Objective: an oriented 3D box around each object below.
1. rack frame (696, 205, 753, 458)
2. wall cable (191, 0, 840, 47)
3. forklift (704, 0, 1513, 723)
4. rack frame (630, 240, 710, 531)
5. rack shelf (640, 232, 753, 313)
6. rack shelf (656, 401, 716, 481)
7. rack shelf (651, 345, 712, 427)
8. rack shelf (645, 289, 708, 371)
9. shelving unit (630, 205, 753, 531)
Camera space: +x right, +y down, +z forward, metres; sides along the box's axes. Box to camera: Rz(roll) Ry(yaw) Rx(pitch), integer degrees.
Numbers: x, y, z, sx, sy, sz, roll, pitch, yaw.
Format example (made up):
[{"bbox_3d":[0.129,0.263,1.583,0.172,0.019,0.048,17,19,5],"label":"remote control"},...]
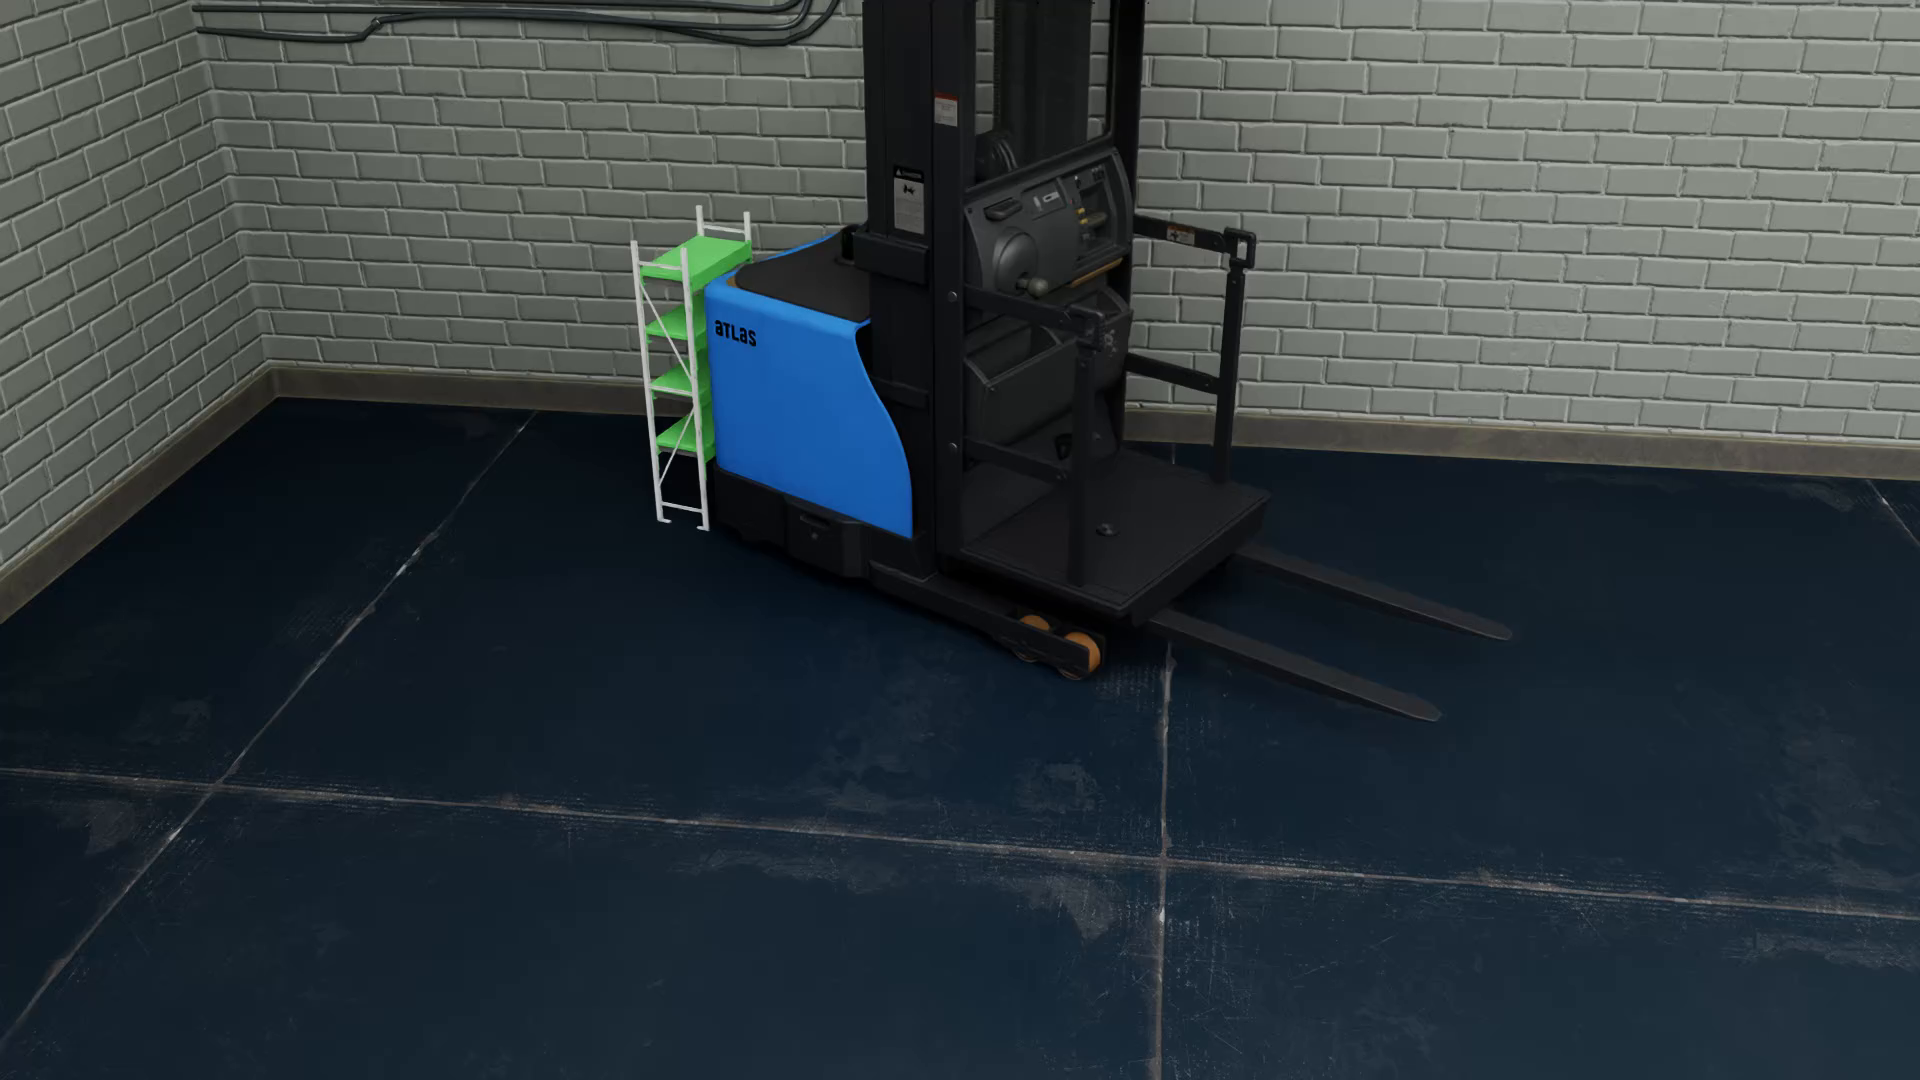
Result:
[{"bbox_3d":[-0.955,-0.803,6.976,0.240,1.200,0.015,11,30,20],"label":"rack frame"},{"bbox_3d":[-1.969,-3.202,6.479,3.097,2.526,0.112,3,28,6],"label":"wall cable"},{"bbox_3d":[0.488,-1.084,5.671,3.031,2.935,1.130,20,34,32],"label":"forklift"},{"bbox_3d":[-1.141,-0.589,6.579,0.240,1.200,0.015,11,30,20],"label":"rack frame"},{"bbox_3d":[-1.048,-1.063,6.580,0.258,0.148,0.480,11,30,20],"label":"rack shelf"},{"bbox_3d":[-1.048,-0.429,6.922,0.258,0.148,0.480,11,30,20],"label":"rack shelf"},{"bbox_3d":[-1.048,-0.640,6.808,0.258,0.148,0.480,11,30,20],"label":"rack shelf"},{"bbox_3d":[-1.048,-0.851,6.694,0.258,0.148,0.480,11,30,20],"label":"rack shelf"},{"bbox_3d":[-1.048,-0.696,6.777,0.258,1.200,0.503,11,30,20],"label":"shelving unit"}]
